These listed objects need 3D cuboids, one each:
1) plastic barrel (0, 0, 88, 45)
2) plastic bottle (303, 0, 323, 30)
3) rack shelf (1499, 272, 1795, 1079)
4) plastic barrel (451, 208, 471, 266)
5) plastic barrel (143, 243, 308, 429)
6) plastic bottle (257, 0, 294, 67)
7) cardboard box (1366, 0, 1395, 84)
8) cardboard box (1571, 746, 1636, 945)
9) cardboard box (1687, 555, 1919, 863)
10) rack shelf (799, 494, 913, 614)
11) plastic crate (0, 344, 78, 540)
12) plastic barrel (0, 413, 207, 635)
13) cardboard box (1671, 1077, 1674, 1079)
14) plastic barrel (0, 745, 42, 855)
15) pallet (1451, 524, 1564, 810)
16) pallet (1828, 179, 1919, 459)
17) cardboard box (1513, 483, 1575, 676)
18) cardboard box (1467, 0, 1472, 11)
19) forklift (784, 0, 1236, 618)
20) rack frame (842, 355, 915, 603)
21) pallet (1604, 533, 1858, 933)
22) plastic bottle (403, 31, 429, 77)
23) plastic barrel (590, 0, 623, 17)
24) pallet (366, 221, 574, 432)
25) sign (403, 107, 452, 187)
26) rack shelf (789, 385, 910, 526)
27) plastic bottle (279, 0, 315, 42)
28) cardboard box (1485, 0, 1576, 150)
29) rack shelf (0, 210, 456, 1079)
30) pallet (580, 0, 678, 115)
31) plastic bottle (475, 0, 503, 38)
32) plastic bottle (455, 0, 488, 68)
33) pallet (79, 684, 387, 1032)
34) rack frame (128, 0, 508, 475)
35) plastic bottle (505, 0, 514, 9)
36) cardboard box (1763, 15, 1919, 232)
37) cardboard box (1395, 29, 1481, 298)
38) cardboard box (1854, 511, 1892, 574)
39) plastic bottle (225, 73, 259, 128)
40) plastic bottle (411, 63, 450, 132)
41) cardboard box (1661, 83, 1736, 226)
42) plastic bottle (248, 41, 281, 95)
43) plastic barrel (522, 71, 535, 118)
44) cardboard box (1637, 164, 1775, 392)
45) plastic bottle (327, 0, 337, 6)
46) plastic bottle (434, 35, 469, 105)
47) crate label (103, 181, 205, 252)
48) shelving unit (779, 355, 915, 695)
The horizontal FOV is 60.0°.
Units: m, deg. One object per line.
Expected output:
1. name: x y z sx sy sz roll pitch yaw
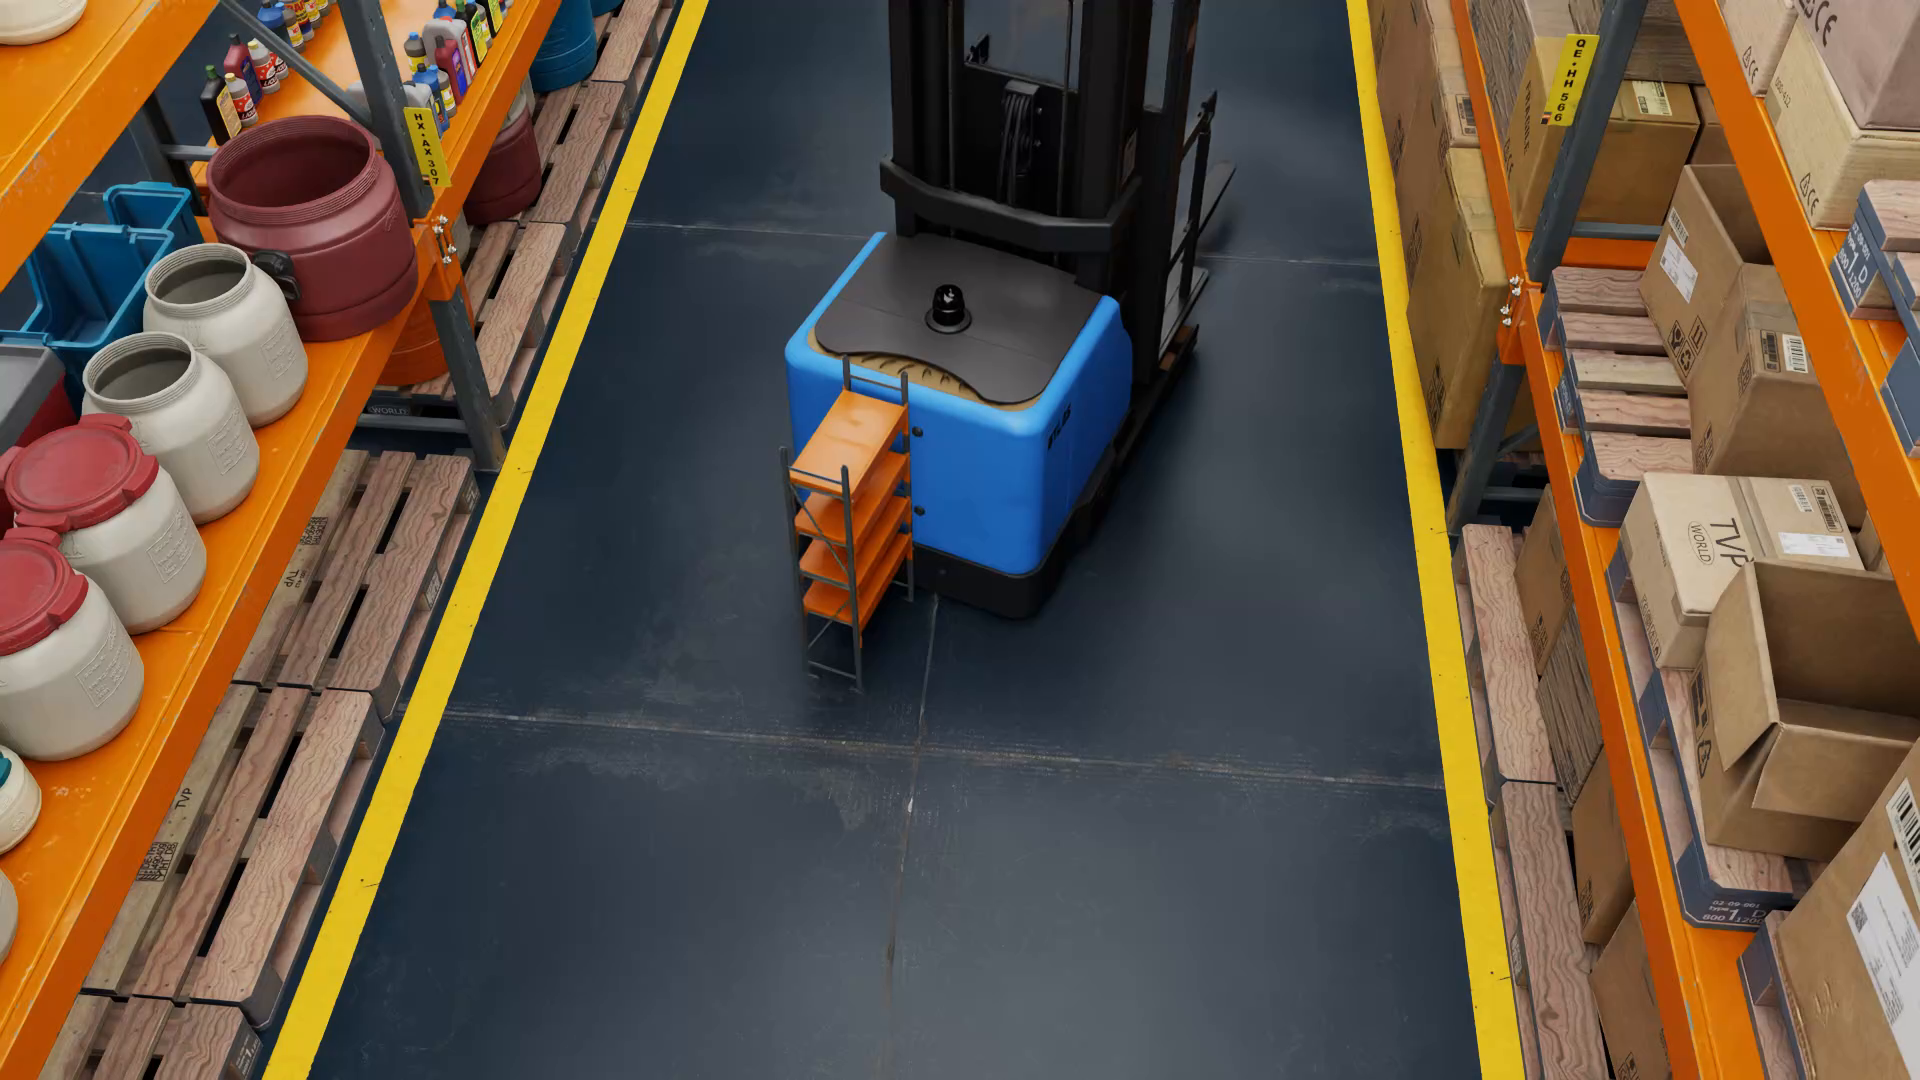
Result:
1. plastic barrel: -2.322 -1.385 4.070 0.301 0.262 0.301 0 48 0
2. plastic bottle: -2.732 -2.239 6.925 0.097 0.201 0.097 0 48 0
3. rack shelf: 2.311 0.676 4.612 1.077 0.370 4.000 4 48 4
4. plastic barrel: -2.449 -1.453 7.473 0.421 0.512 0.421 0 48 0
5. plastic barrel: -2.320 -0.637 5.250 0.421 0.512 0.421 0 48 0
6. plastic bottle: -2.759 -2.048 6.703 0.097 0.271 0.097 0 48 0
7. cardboard box: 2.820 -2.928 8.577 1.225 0.875 0.875 4 48 4
8. cardboard box: 2.370 0.978 5.244 0.700 0.500 0.500 7 48 7
9. cardboard box: 2.195 0.447 3.980 0.797 0.503 0.637 8 48 8
10. rack shelf: -0.384 0.016 6.039 0.258 0.148 0.480 17 50 15
11. plastic crate: -2.891 -0.224 4.904 0.402 0.464 0.583 4 48 4
12. plastic barrel: -2.391 -0.021 4.670 0.433 0.535 0.433 0 48 0
13. cardboard box: 2.269 1.800 4.493 0.700 0.500 0.500 4 48 3
14. plastic barrel: -2.530 0.655 4.238 0.301 0.262 0.301 0 48 0
15. pallet: 2.421 0.479 6.195 1.003 0.211 1.213 4 48 4
16. pallet: 2.383 -0.254 3.070 1.213 0.211 1.003 4 48 4
17. cardboard box: 2.453 0.153 5.999 0.700 0.500 0.500 2 48 1
18. cardboard box: 2.435 -2.571 7.027 0.500 0.500 0.500 5 48 4
19. forklift: 0.422 -1.790 6.427 1.130 2.935 3.031 19 50 16
20. rack frame: -0.292 -0.196 6.142 0.240 1.200 0.015 17 50 15
21. pallet: 2.354 0.486 4.429 1.003 0.211 1.213 4 48 4
22. plastic bottle: -2.161 -1.933 6.646 0.097 0.201 0.097 0 48 0
23. plastic barrel: -2.141 -3.343 8.938 0.600 0.901 0.708 4 48 4
24. pallet: -2.408 -1.010 7.557 1.003 0.211 1.213 4 48 4
25. sign: -1.890 -1.392 5.906 0.100 0.325 0.005 4 48 4
26. rack shelf: -0.384 -0.294 5.699 0.258 0.148 0.480 17 50 15
27. plastic bottle: -2.741 -2.191 6.834 0.097 0.271 0.097 0 48 0
28. cardboard box: 2.343 -1.815 6.335 0.500 0.500 0.500 3 48 3
29. rack shelf: -2.621 0.343 4.917 1.077 0.370 4.000 4 48 4
30. pallet: -2.186 -2.803 9.197 1.003 0.211 1.213 4 48 4
31. plastic bottle: -1.956 -2.231 6.863 0.061 0.283 0.133 4 48 4
32. plastic bottle: -1.977 -2.061 6.708 0.061 0.283 0.133 4 48 4
33. pallet: -2.662 1.033 5.688 1.003 0.211 1.213 4 48 4
34. rack frame: -2.439 -1.369 5.995 1.000 3.000 0.127 4 48 4
35. plastic bottle: -1.955 -2.384 7.011 0.097 0.271 0.097 0 48 0
36. cardboard box: 2.113 -0.914 3.648 0.500 0.250 0.500 5 48 4
37. cardboard box: 2.666 -1.621 7.381 1.225 0.875 0.875 4 48 4
38. cardboard box: 2.611 0.111 4.448 0.396 0.266 0.258 3 48 2
39. plastic bottle: -2.798 -1.712 6.443 0.097 0.201 0.097 0 48 0
40. plastic bottle: -2.039 -1.705 6.390 0.097 0.271 0.097 0 48 0
41. cardboard box: 2.809 -1.409 5.964 0.500 0.500 0.500 5 48 5
42. plastic bottle: -2.777 -1.881 6.598 0.097 0.201 0.097 0 48 0
43. plastic barrel: -2.346 -2.283 8.232 0.421 0.512 0.421 0 48 0
44. cardboard box: 2.484 -0.812 5.133 0.500 0.500 0.500 -1 48 -1
45. plastic bottle: -2.715 -2.382 7.056 0.097 0.201 0.097 0 48 0
46. plastic bottle: -2.002 -1.864 6.527 0.061 0.283 0.133 4 48 4
47. crate label: -2.850 -1.028 5.797 0.303 0.233 0.416 4 48 4
48. shelving unit: -0.384 -0.029 5.989 0.258 1.200 0.503 17 50 15
